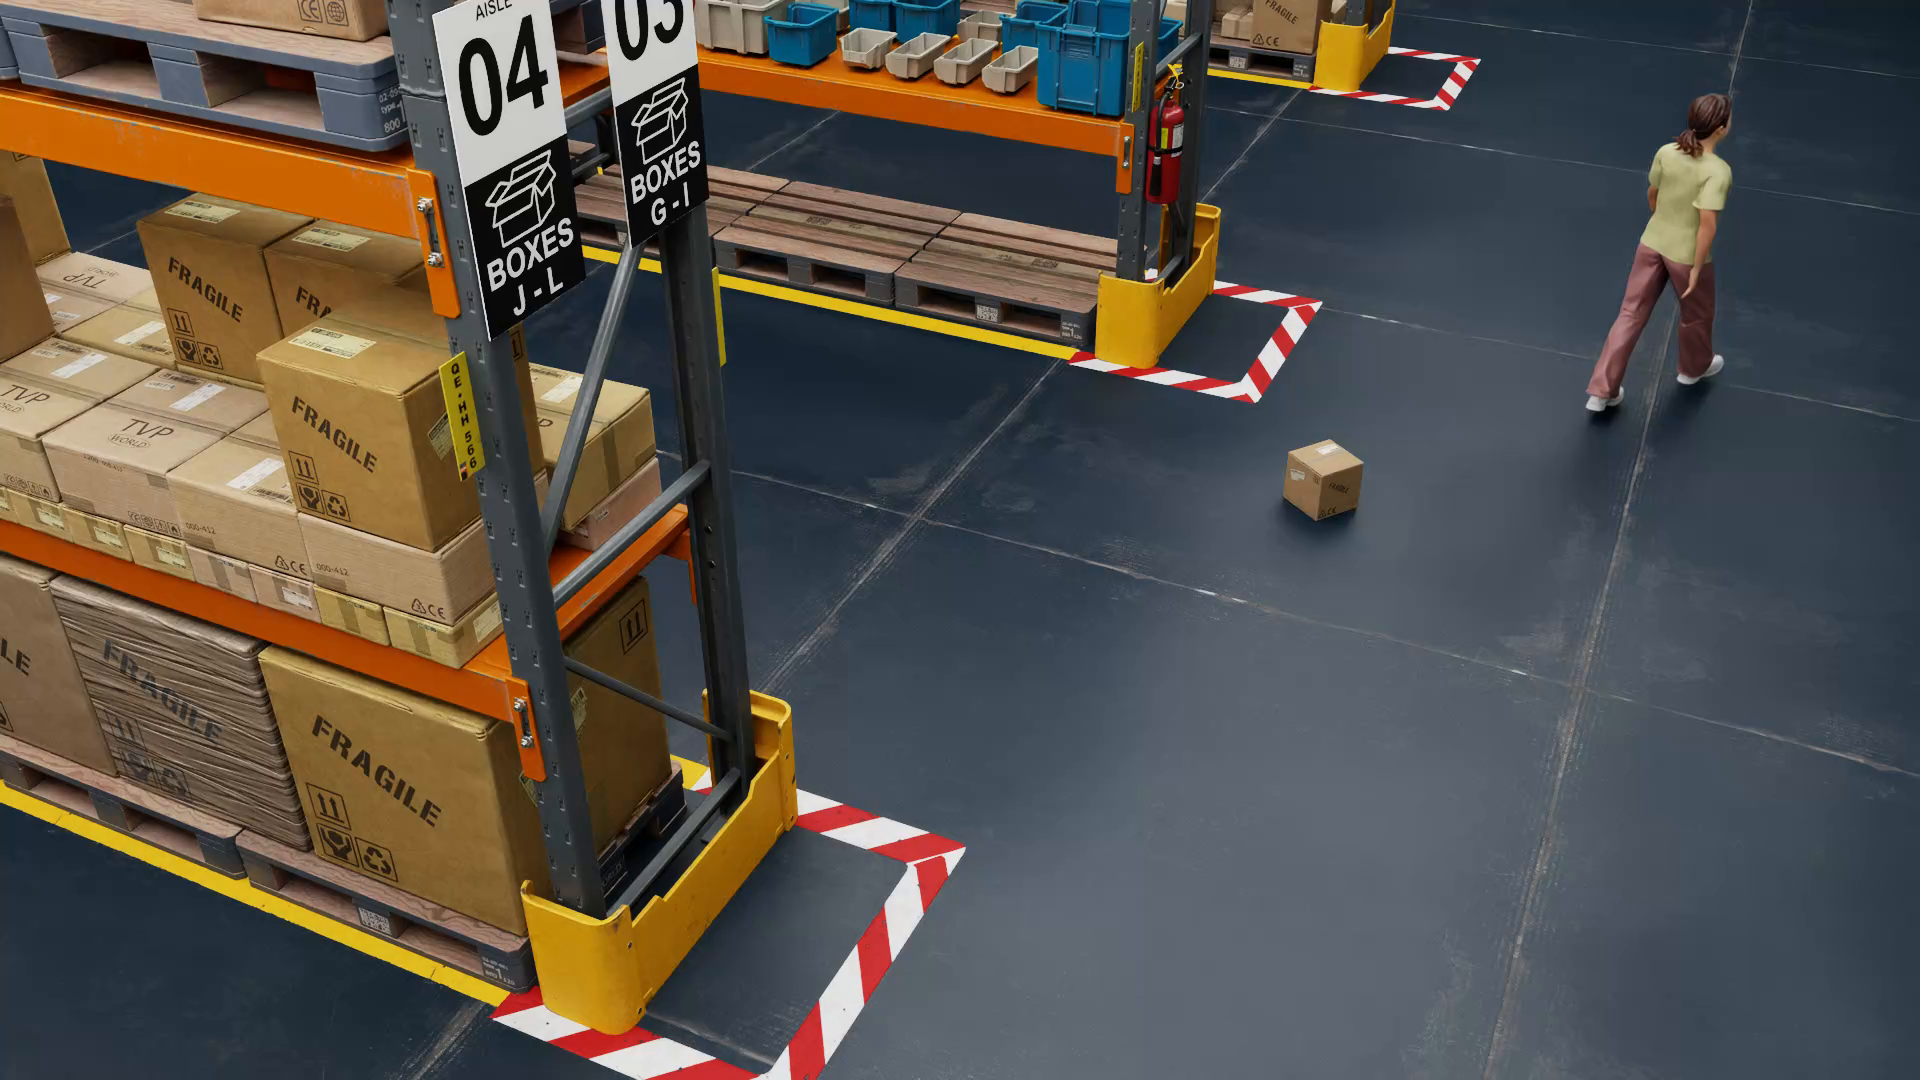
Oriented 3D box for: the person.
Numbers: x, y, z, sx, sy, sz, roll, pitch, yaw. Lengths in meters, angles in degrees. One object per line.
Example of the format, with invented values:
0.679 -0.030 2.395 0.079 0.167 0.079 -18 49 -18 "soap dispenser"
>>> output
3.629 -1.465 8.327 0.995 1.612 0.472 -22 40 -29 "person"
